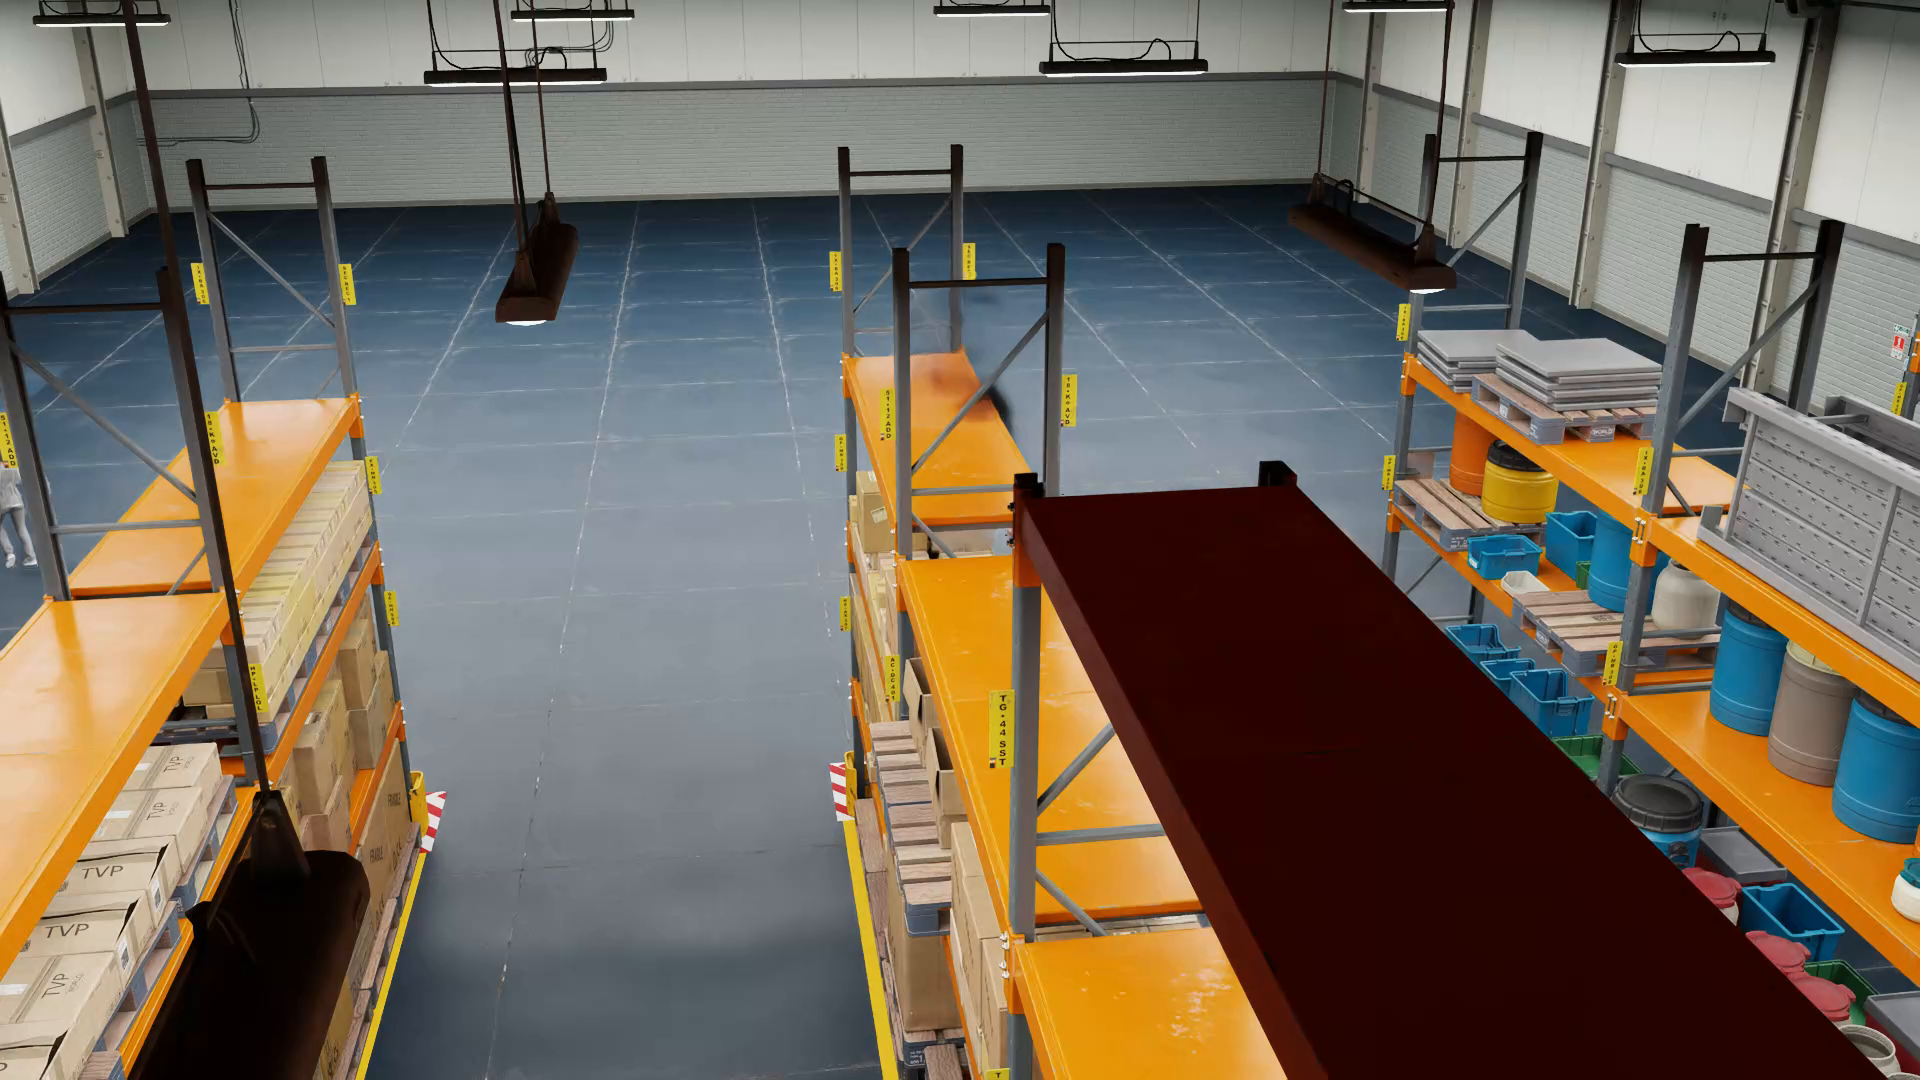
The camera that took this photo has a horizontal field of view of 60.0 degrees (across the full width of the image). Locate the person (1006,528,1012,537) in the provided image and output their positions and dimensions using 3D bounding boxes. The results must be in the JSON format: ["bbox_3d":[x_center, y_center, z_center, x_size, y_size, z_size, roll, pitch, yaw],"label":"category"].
[{"bbox_3d":[0.900,0.277,18.548,0.823,1.840,0.674,8,23,19],"label":"person"}]

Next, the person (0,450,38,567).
[{"bbox_3d":[-11.756,-0.408,20.506,0.682,1.621,0.507,15,26,34],"label":"person"}]
